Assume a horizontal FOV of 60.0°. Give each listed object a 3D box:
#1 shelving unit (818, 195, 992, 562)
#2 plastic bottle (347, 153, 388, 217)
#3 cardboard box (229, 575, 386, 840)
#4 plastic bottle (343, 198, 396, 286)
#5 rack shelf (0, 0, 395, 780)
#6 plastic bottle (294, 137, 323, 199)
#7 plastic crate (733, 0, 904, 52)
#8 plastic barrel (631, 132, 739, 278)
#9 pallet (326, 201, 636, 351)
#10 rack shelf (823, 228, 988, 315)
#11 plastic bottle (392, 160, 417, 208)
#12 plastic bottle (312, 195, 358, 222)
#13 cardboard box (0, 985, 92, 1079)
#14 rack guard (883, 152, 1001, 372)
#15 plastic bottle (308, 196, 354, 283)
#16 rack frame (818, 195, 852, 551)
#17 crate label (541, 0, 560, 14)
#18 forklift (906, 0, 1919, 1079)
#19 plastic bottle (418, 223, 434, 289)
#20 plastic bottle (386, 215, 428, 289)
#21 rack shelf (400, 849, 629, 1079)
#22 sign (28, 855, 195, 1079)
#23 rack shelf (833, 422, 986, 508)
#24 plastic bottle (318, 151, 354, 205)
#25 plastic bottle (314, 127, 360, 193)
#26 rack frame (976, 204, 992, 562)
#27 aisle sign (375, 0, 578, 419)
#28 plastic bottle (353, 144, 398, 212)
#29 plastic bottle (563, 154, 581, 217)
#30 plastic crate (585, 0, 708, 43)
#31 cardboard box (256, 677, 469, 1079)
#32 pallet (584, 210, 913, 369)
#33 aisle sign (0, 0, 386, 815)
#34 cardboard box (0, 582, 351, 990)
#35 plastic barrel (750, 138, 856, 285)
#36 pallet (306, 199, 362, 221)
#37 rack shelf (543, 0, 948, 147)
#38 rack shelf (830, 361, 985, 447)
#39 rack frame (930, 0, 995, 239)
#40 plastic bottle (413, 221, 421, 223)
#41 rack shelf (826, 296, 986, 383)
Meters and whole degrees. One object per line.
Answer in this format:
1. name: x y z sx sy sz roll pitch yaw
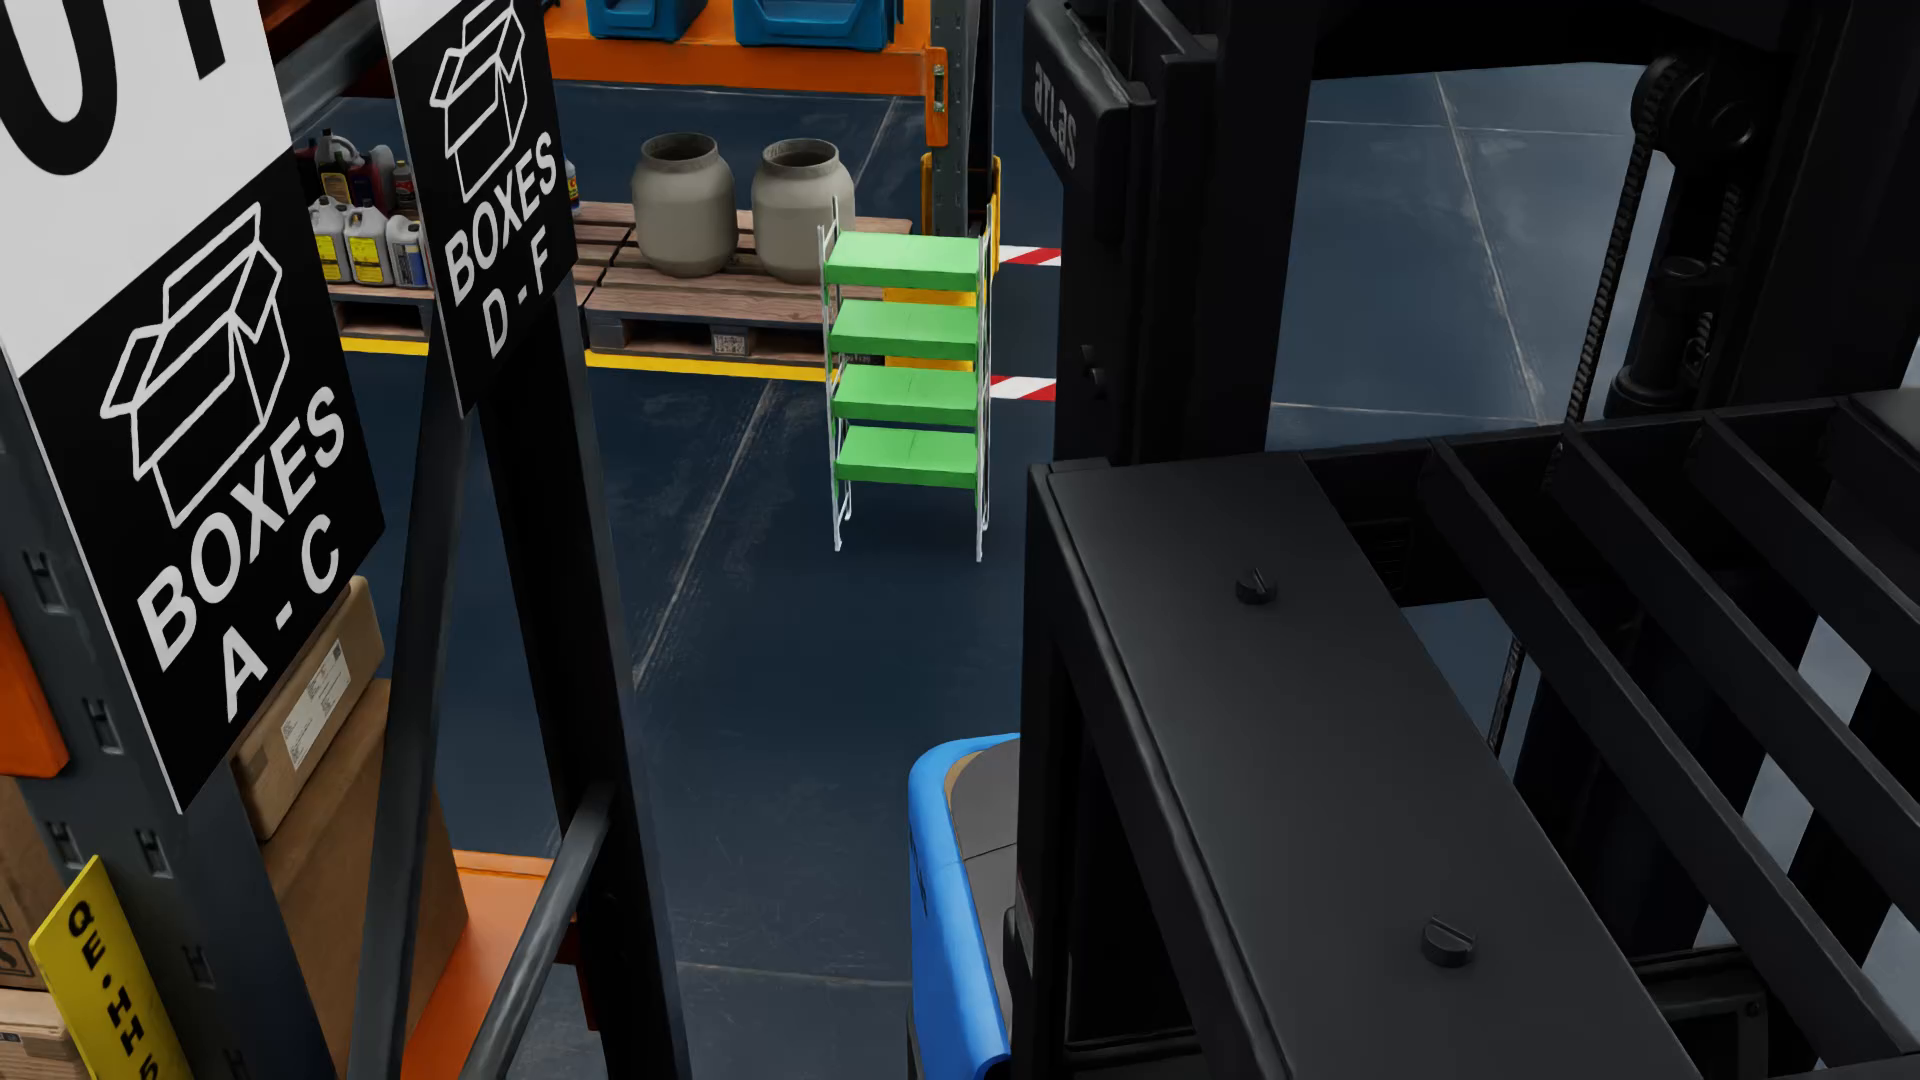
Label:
1. shelving unit: -0.164 -0.501 5.419 0.503 1.200 0.258 4 36 6
2. plastic bottle: -2.614 -1.562 7.316 0.133 0.283 0.061 4 36 6
3. cardboard box: -0.977 0.208 2.232 0.250 0.149 0.380 4 36 6
4. plastic bottle: -2.407 -1.227 6.788 0.185 0.351 0.144 6 36 8
5. rack shelf: -2.599 -0.410 1.780 4.000 0.370 1.077 4 36 6
6. plastic bottle: -2.915 -1.674 7.472 0.133 0.283 0.061 7 36 9
7. plastic crate: -0.515 -1.992 6.087 0.616 0.251 0.499 4 36 6
8. plastic barrel: -1.140 -1.388 6.893 0.421 0.512 0.421 0 36 0
9. pallet: -2.073 -1.186 7.231 1.213 0.211 1.003 4 36 6
10. rack shelf: -0.164 -0.839 5.177 0.480 0.148 0.258 4 36 6
11. plastic bottle: -2.480 -1.597 7.436 0.097 0.201 0.097 0 36 0
12. plastic bottle: -2.597 -1.297 6.952 0.135 0.276 0.152 4 36 6
13. cardboard box: -1.018 0.443 1.903 0.250 0.149 0.380 4 36 5
14. rack guard: -0.062 -1.149 6.930 0.348 0.500 1.175 4 36 6
15. plastic bottle: -2.591 -1.241 6.808 0.185 0.351 0.144 4 36 6
16. rack frame: -0.406 -0.519 5.444 0.015 1.200 0.240 4 36 6
17. crate label: -1.840 -2.183 6.196 0.616 0.435 0.502 4 36 6
18. forklift: 0.651 0.882 1.991 1.130 2.935 3.031 -6 36 -8
19. plastic bottle: -2.104 -1.176 6.782 0.135 0.276 0.152 5 36 6
20. plastic bottle: -2.242 -1.186 6.796 0.135 0.276 0.152 3 36 5
21. rack shelf: -2.599 0.811 2.651 4.000 0.370 1.077 4 36 6
22. sign: -0.698 0.410 1.393 0.005 0.325 0.100 4 36 6
23. rack shelf: -0.164 -0.253 5.595 0.480 0.148 0.258 4 36 6
24. plastic bottle: -2.749 -1.577 7.337 0.133 0.283 0.061 4 36 6
25. plastic bottle: -2.761 -1.665 7.403 0.185 0.351 0.144 4 36 6
26. rack frame: 0.078 -0.483 5.393 0.015 1.200 0.240 4 36 6
27. aisle sign: -0.511 -0.564 1.720 0.004 0.787 0.394 4 36 6
28. plastic bottle: -2.601 -1.620 7.404 0.135 0.276 0.152 5 36 7
29. plastic bottle: -1.739 -1.570 7.338 0.097 0.271 0.097 0 36 0
30. plastic crate: -1.158 -2.043 6.159 0.408 0.251 0.499 4 36 6
31. cardboard box: -1.076 0.583 2.265 0.500 0.500 0.700 4 36 6
32. pallet: -0.867 -1.095 7.102 1.213 0.211 1.003 4 36 6
33. aisle sign: -0.587 -0.218 1.236 0.004 0.787 0.394 4 36 6
34. cardboard box: -1.129 0.051 1.893 0.500 0.500 0.700 4 36 6
35. plastic barrel: -0.643 -1.351 6.841 0.421 0.512 0.421 0 36 0
36. pallet: -3.287 -1.275 7.355 1.213 0.211 1.003 4 36 6
37. rack shelf: -1.964 -2.043 6.650 4.000 0.370 1.077 4 36 6
38. rack shelf: -0.164 -0.449 5.456 0.480 0.148 0.258 4 36 6
39. rack frame: 0.020 -2.188 6.234 0.127 3.000 1.000 4 36 6
40. plastic bottle: -2.244 -1.229 6.921 0.097 0.201 0.097 0 36 0
41. rack shelf: -0.164 -0.644 5.316 0.480 0.148 0.258 4 36 6
